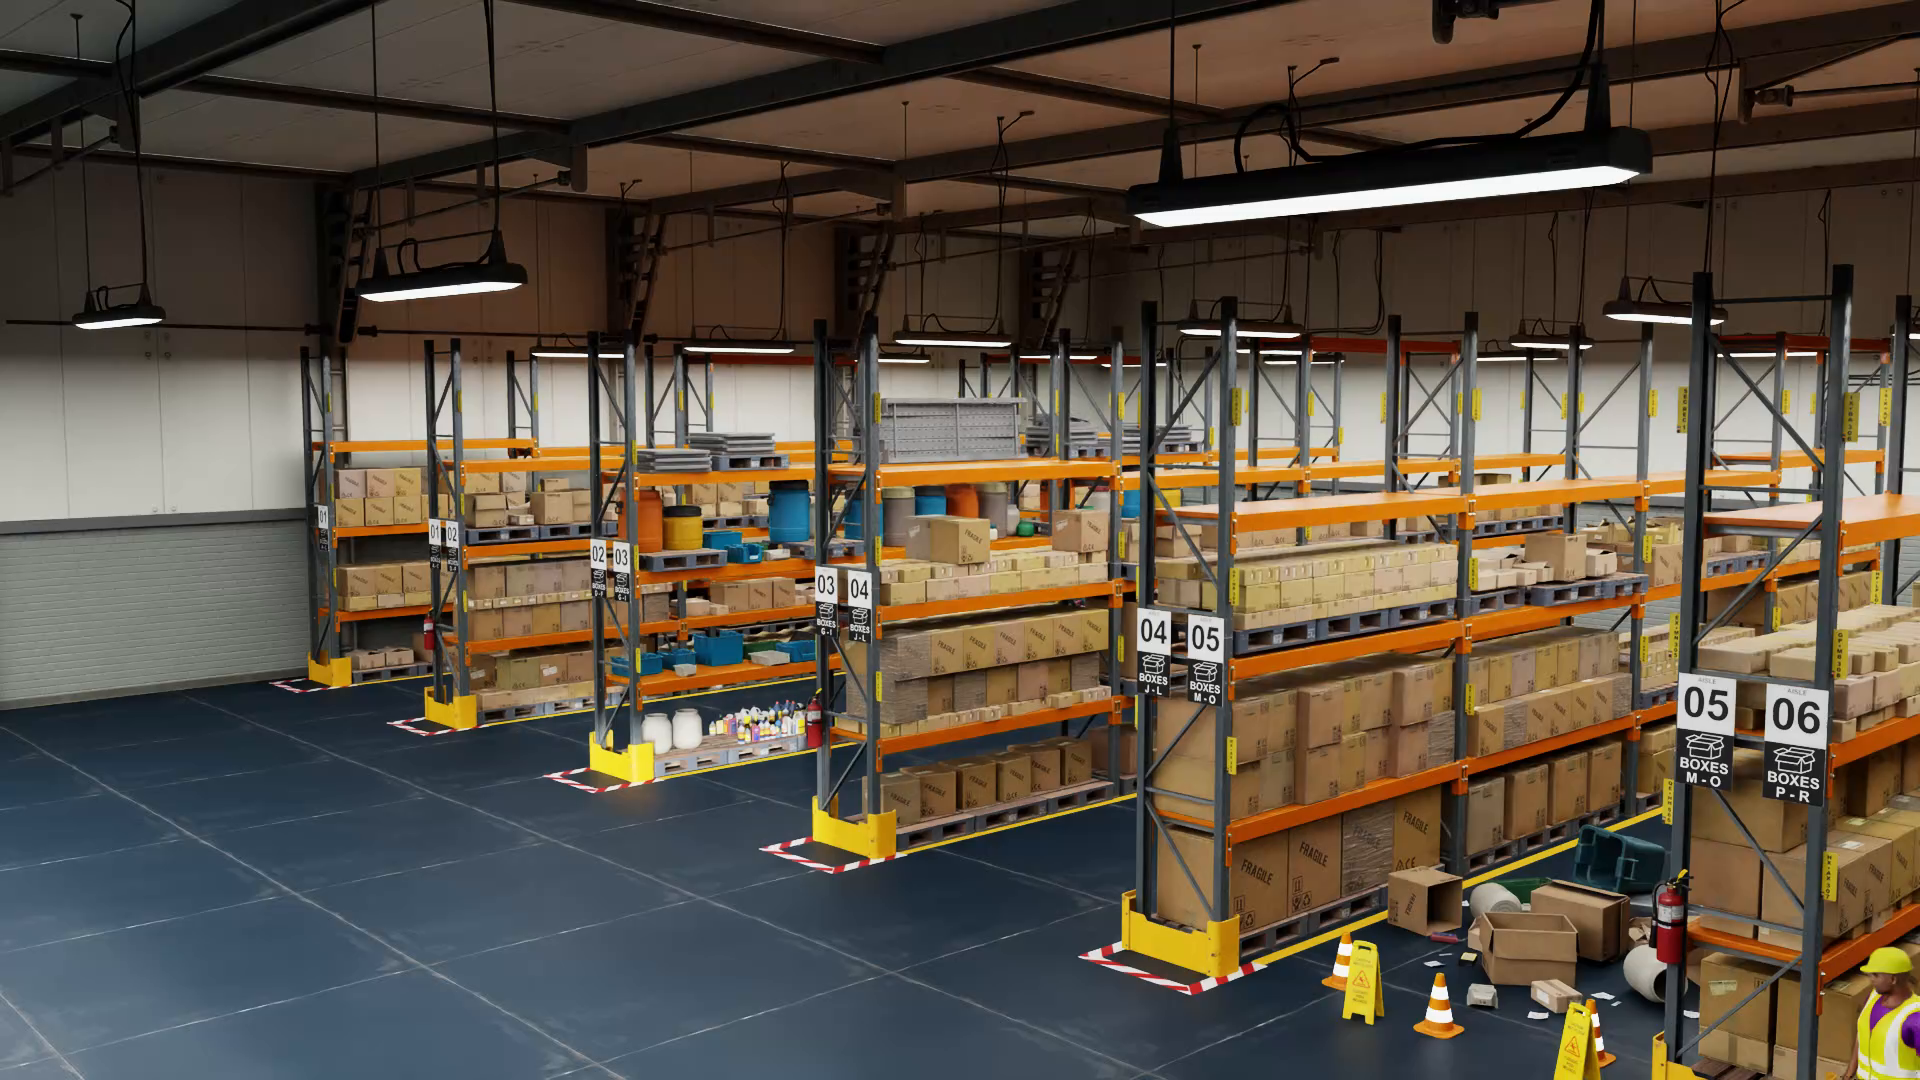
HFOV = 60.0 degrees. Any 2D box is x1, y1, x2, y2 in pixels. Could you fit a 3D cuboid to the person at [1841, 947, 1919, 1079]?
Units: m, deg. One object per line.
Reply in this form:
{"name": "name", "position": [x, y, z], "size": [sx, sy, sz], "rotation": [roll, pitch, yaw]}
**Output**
{"name": "person", "position": [5.672, 3.403, 10.218], "size": [0.582, 1.812, 0.623], "rotation": [-1, 5, -7]}
